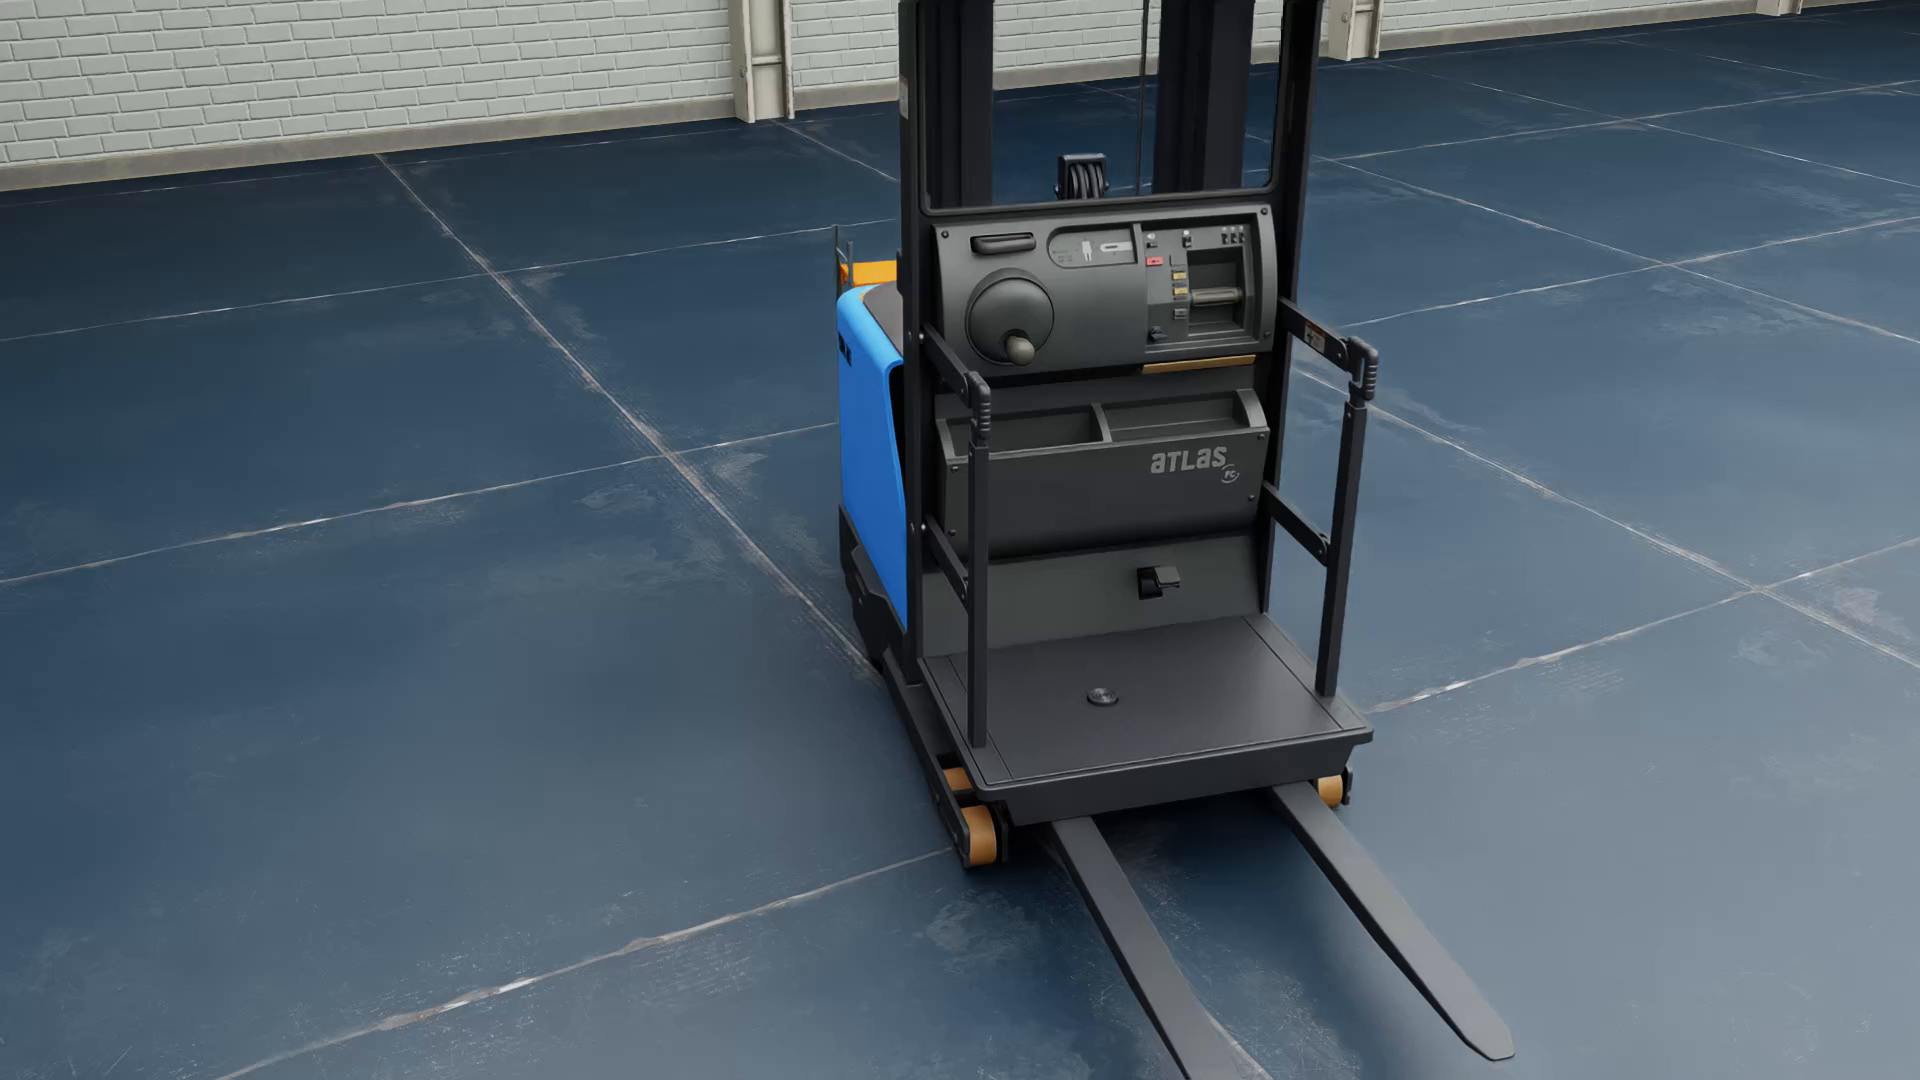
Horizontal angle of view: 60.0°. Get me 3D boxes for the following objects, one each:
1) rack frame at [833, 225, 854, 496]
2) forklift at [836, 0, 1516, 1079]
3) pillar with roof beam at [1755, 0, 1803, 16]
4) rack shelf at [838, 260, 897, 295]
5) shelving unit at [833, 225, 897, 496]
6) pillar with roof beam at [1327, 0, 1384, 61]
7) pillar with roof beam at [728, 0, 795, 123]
[{"bbox_3d":[-0.398,-0.499,5.903,0.015,1.200,0.240,-7,27,-15],"label":"rack frame"},{"bbox_3d":[0.452,-0.636,4.188,1.130,2.935,3.031,-7,26,-14],"label":"forklift"},{"bbox_3d":[11.053,-8.237,13.009,0.400,9.000,9.100,-13,29,-25],"label":"pillar with roof beam"},{"bbox_3d":[-0.164,-0.883,5.795,0.480,0.148,0.258,-7,27,-15],"label":"rack shelf"},{"bbox_3d":[-0.164,-0.529,5.965,0.503,1.200,0.258,-7,27,-15],"label":"shelving unit"},{"bbox_3d":[5.759,-7.015,10.464,0.400,9.000,9.100,-13,29,-25],"label":"pillar with roof beam"},{"bbox_3d":[0.464,-5.793,7.919,0.400,9.000,9.100,-13,29,-25],"label":"pillar with roof beam"}]
